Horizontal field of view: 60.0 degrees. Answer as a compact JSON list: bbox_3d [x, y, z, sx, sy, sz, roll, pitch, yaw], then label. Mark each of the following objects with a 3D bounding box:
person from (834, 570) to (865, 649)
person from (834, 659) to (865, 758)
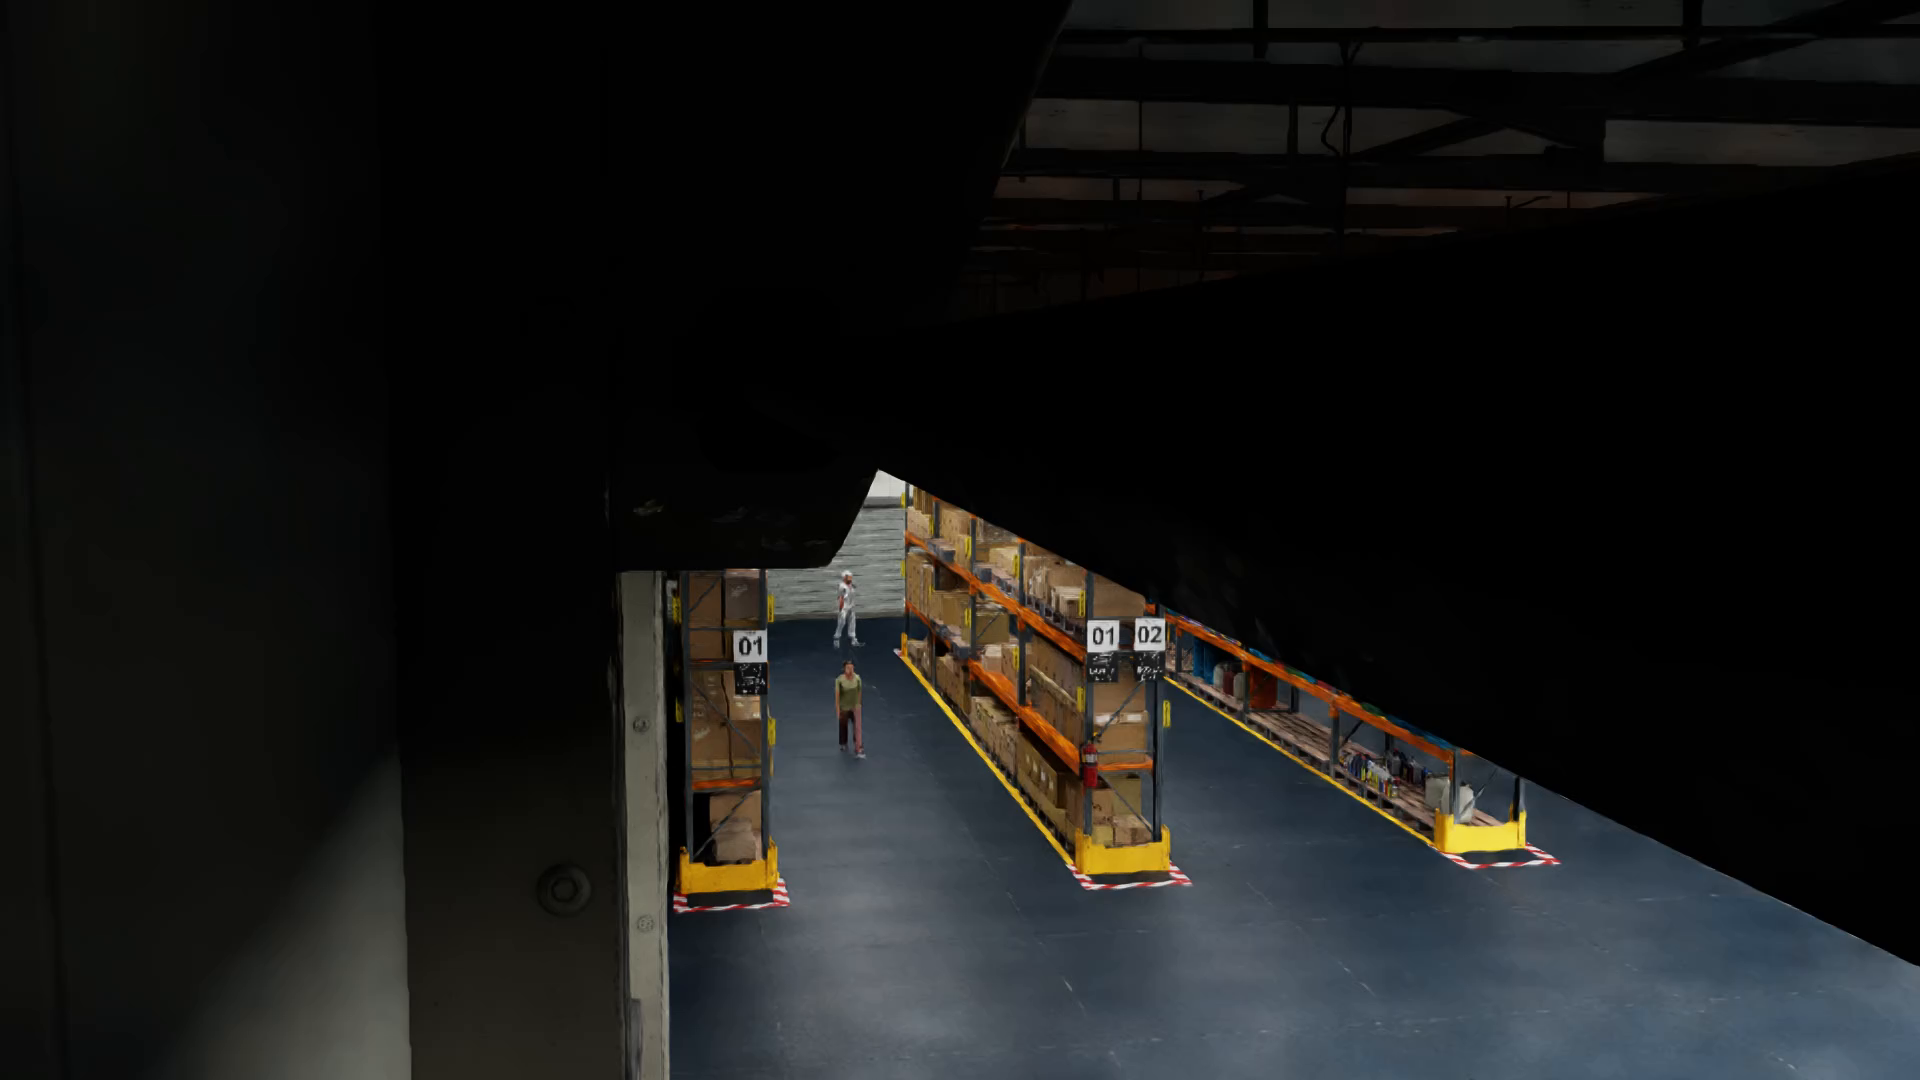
[{"bbox_3d":[-2.541,1.545,37.483,0.531,1.785,0.710,3,7,27],"label":"person"},{"bbox_3d":[-1.814,2.713,27.064,0.451,1.583,1.097,-1,6,-12],"label":"person"}]
